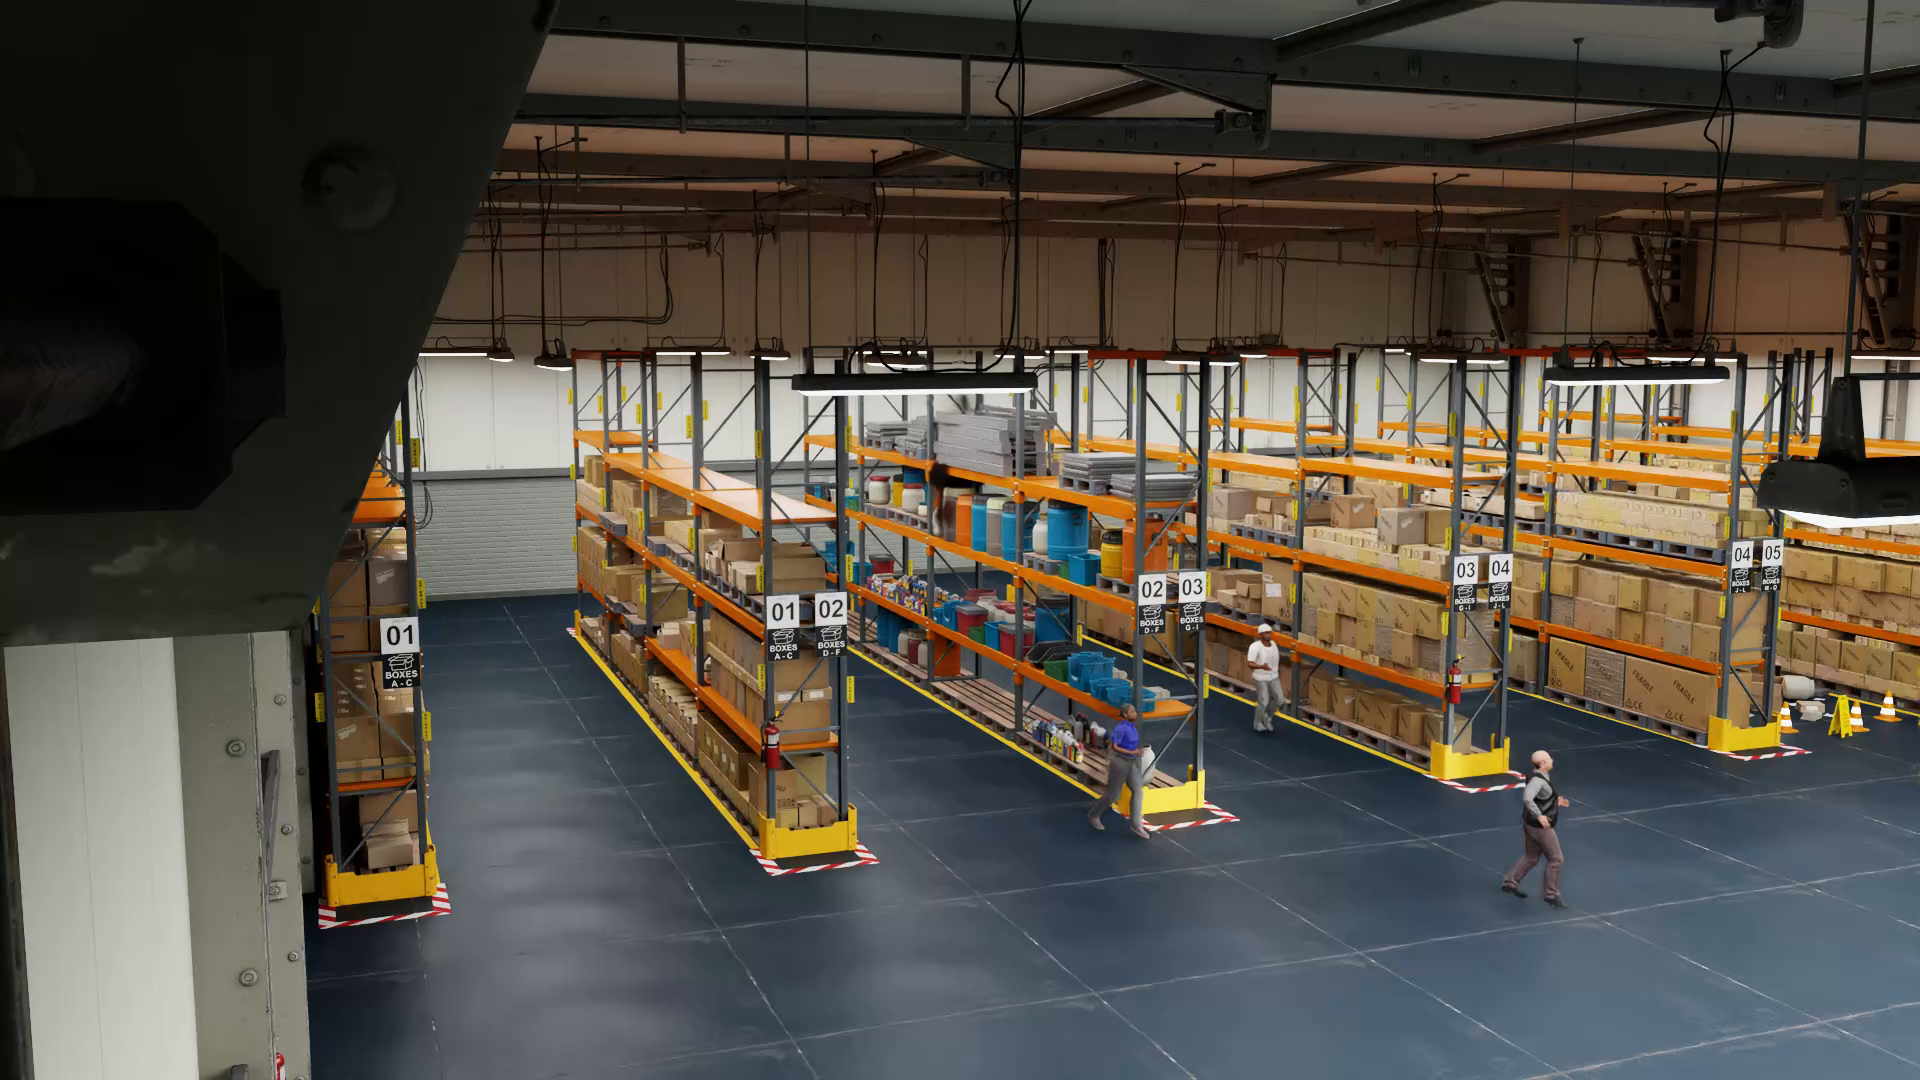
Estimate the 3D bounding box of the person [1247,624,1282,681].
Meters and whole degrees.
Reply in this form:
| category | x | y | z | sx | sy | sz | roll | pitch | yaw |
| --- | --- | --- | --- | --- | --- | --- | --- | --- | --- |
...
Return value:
| category | x | y | z | sx | sy | sz | roll | pitch | yaw |
| --- | --- | --- | --- | --- | --- | --- | --- | --- | --- |
| person | 4.877 | 1.770 | 26.242 | 0.680 | 0.882 | 0.626 | -3 | 8 | -25 |

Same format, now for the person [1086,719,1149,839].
| category | x | y | z | sx | sy | sz | roll | pitch | yaw |
| --- | --- | --- | --- | --- | --- | --- | --- | --- | --- |
| person | 2.072 | 2.987 | 21.102 | 0.865 | 1.465 | 0.562 | 5 | 9 | 33 |
